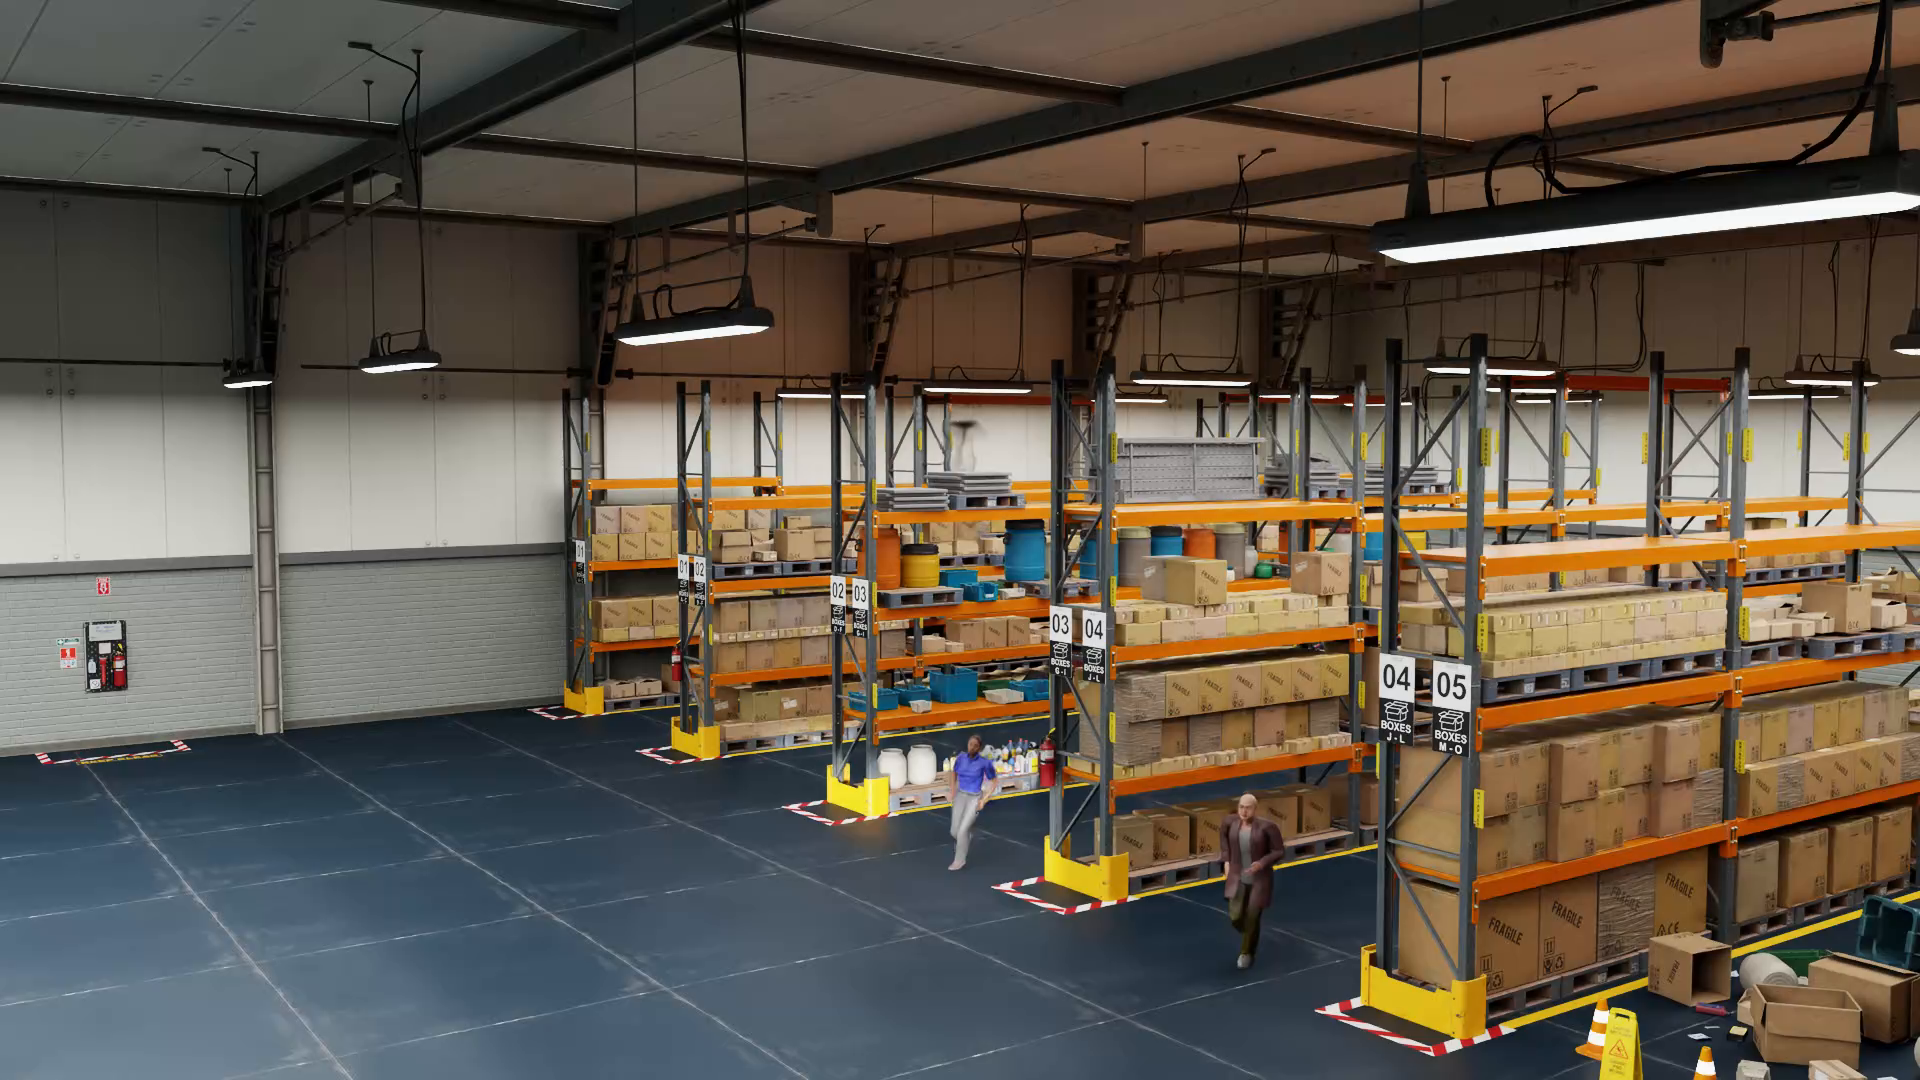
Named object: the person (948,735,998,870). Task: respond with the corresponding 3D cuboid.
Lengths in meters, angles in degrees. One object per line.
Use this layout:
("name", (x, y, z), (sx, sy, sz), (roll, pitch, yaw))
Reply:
("person", (0.169, 3.198, 19.853), (0.638, 1.429, 0.589), (1, 4, 22))

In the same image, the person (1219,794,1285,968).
("person", (2.786, 3.276, 16.012), (0.683, 1.716, 0.695), (1, 4, 22))
